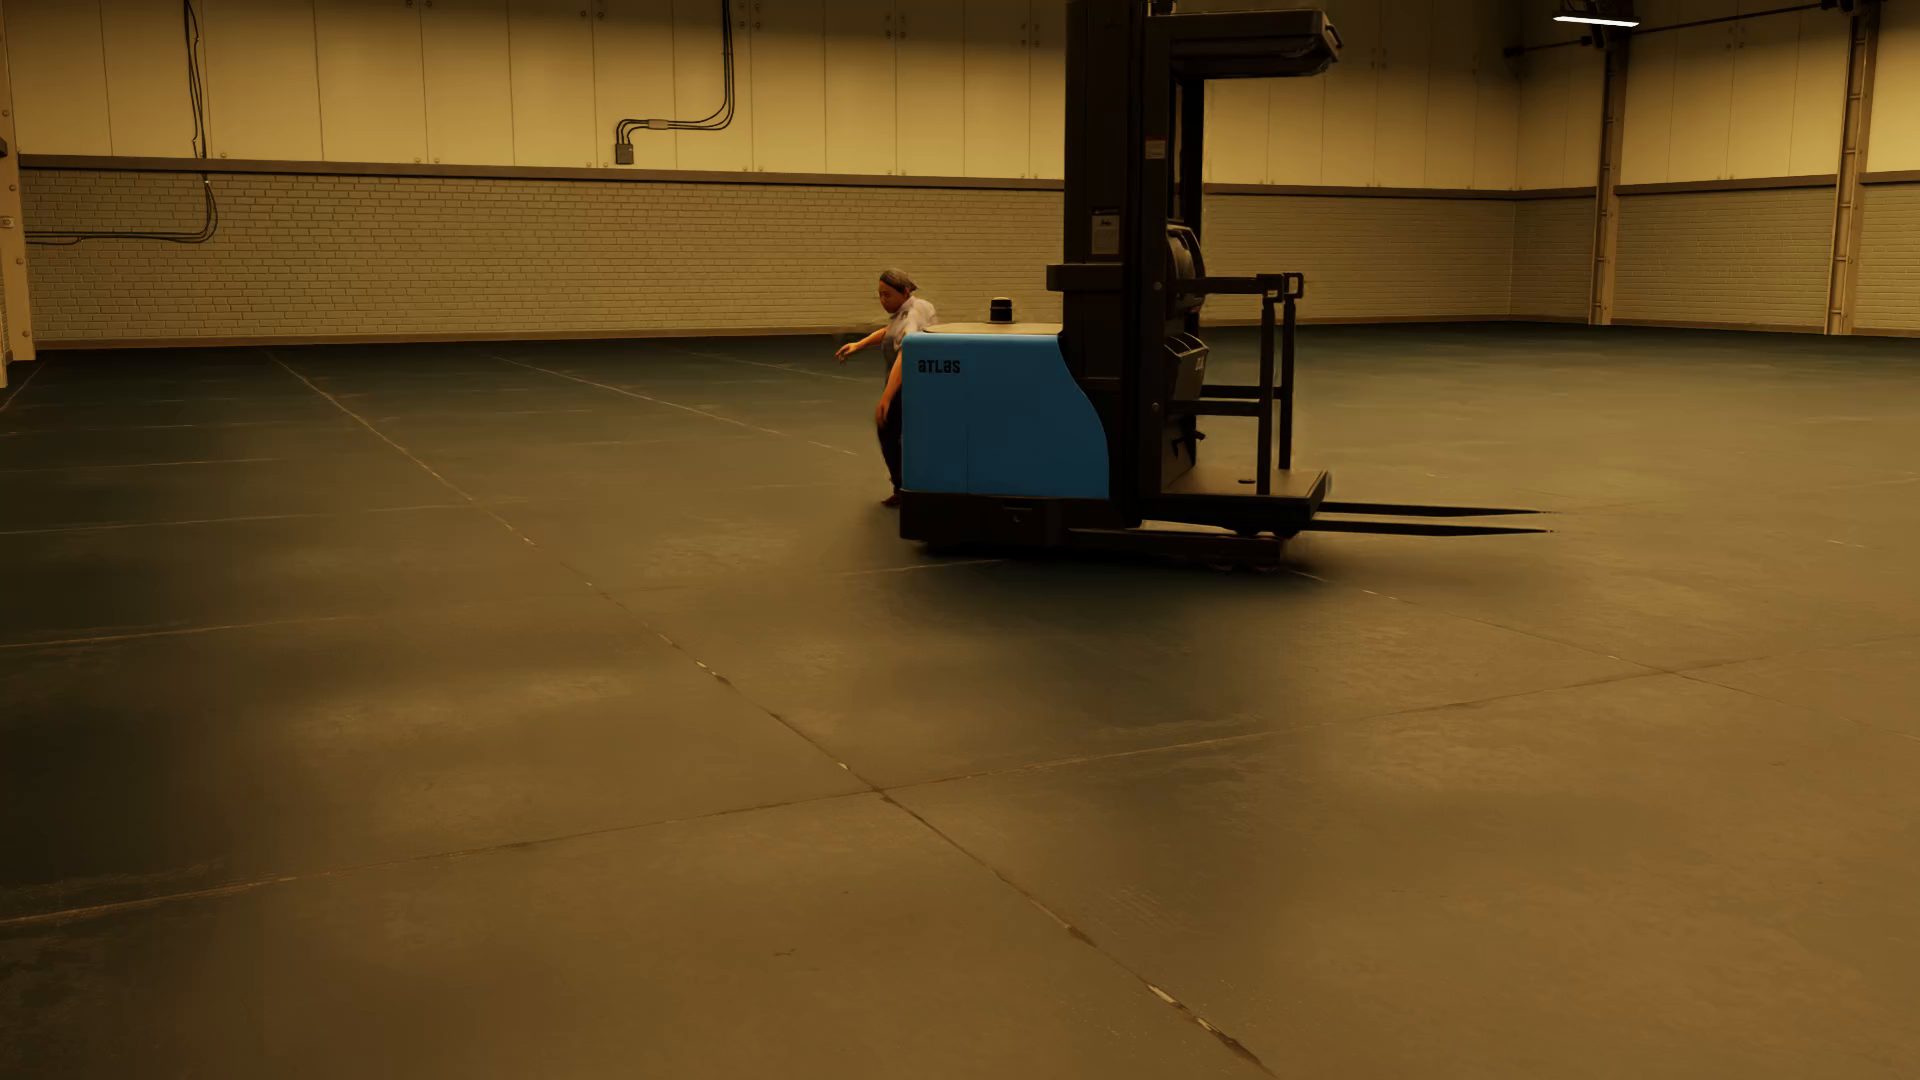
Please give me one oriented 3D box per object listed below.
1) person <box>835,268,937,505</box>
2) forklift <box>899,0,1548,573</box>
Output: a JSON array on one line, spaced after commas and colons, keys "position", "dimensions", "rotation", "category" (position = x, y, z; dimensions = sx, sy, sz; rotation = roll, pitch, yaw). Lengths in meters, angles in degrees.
[{"position": [-0.310, -0.828, 9.468], "dimensions": [0.631, 1.426, 0.906], "rotation": [-5, 11, -27], "category": "person"}, {"position": [1.277, -1.391, 7.989], "dimensions": [3.031, 2.935, 1.130], "rotation": [3, 10, 16], "category": "forklift"}]
